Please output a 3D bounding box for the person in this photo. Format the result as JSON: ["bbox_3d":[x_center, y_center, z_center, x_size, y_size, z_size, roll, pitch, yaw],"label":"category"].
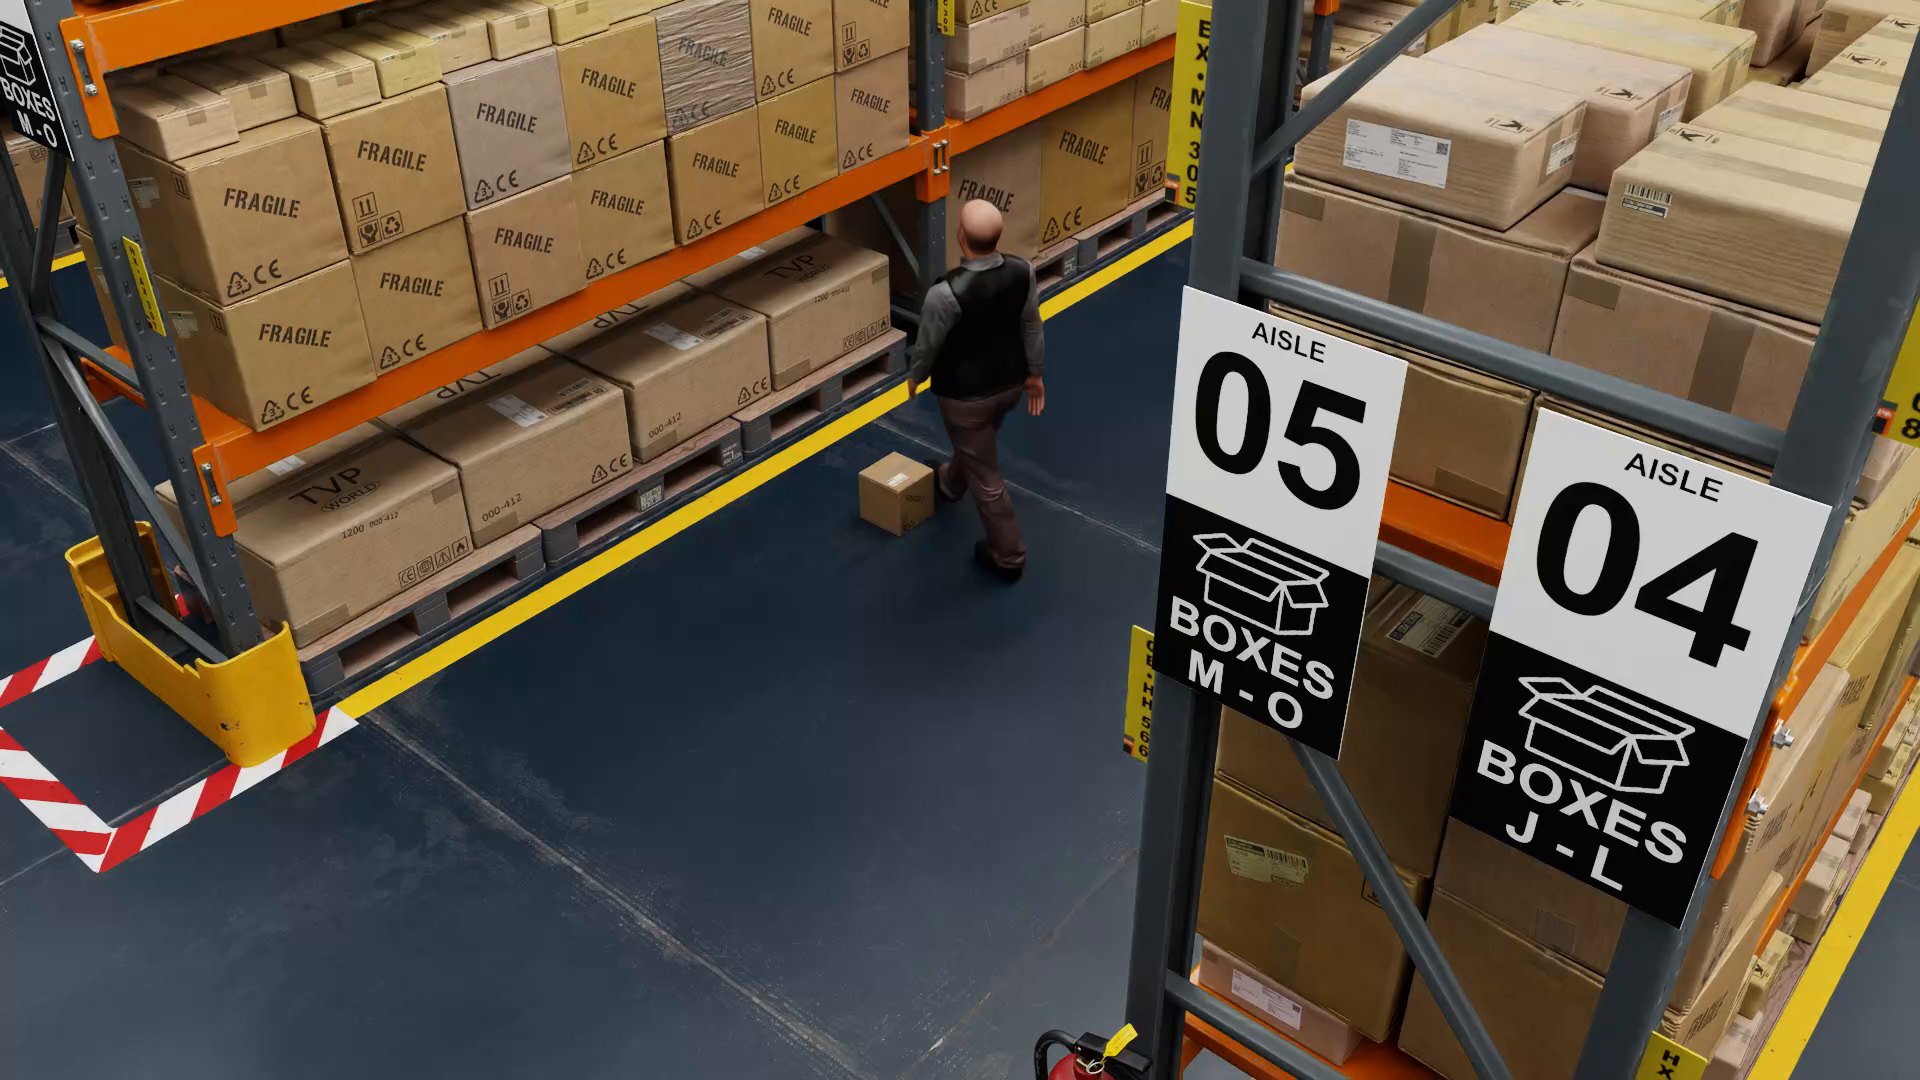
[{"bbox_3d":[-0.016,-0.709,7.161,0.548,1.690,0.920,-26,42,-32],"label":"person"}]
